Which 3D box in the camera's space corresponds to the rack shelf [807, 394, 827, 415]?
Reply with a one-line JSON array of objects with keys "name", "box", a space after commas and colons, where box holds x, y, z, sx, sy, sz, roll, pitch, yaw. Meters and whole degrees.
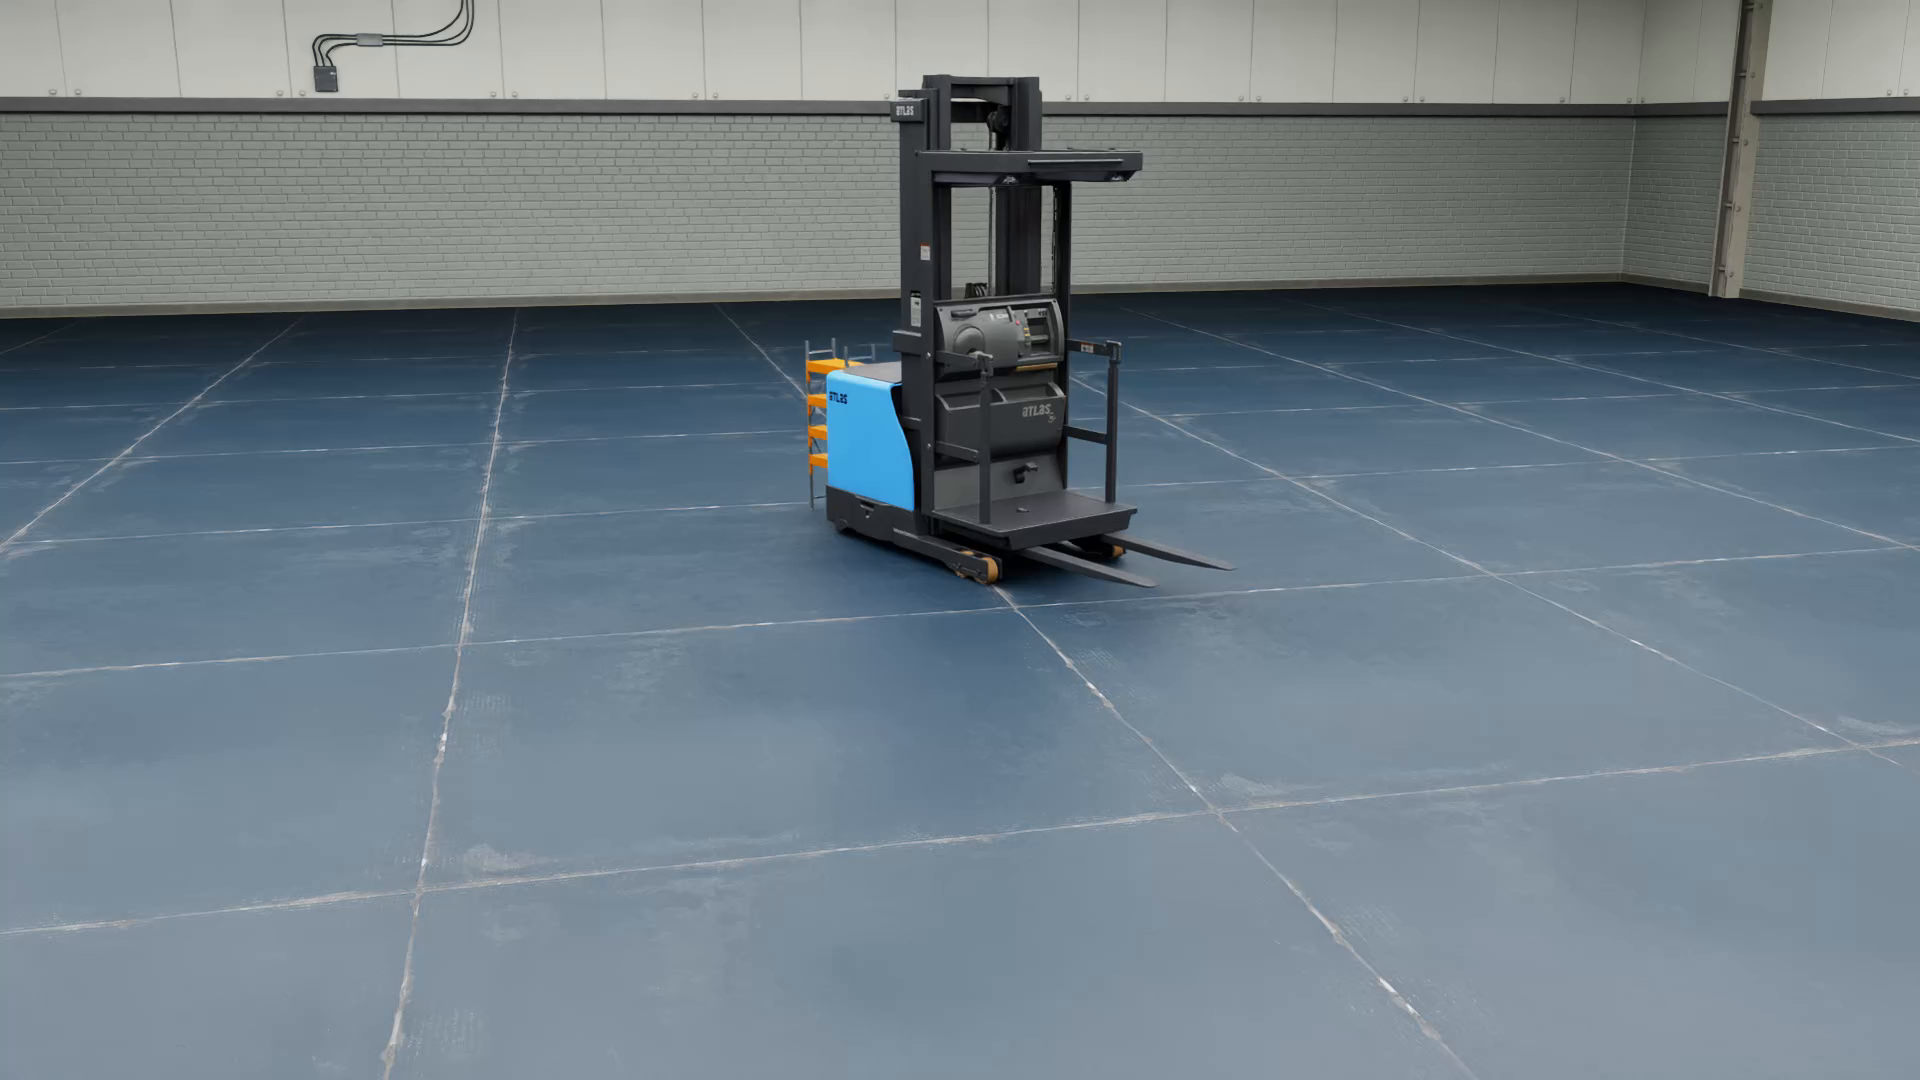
[{"name": "rack shelf", "box": [-0.822, -0.923, 11.502, 0.258, 0.148, 0.480, -10, 16, -36]}]

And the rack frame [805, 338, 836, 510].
[{"name": "rack frame", "box": [-0.969, -0.813, 11.727, 0.240, 1.200, 0.015, -10, 16, -36]}]

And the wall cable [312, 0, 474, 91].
[{"name": "wall cable", "box": [-8.279, -9.530, 23.807, 2.305, 6.003, 0.169, -3, 14, -13]}]

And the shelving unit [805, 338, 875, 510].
[{"name": "shelving unit", "box": [-0.821, -0.770, 11.537, 0.258, 1.200, 0.503, -10, 16, -36]}]

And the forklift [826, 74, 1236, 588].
[{"name": "forklift", "box": [0.383, -1.290, 10.032, 1.130, 2.935, 3.031, -10, 17, -36]}]

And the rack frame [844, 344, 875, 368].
[{"name": "rack frame", "box": [-0.673, -0.727, 11.348, 0.240, 1.200, 0.015, -10, 16, -36]}]

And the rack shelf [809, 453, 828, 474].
[{"name": "rack shelf", "box": [-0.819, -0.511, 11.598, 0.258, 0.148, 0.480, -10, 16, -36]}]

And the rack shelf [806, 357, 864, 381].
[{"name": "rack shelf", "box": [-0.824, -1.153, 11.448, 0.258, 0.148, 0.480, -10, 16, -36]}]

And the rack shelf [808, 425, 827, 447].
[{"name": "rack shelf", "box": [-0.820, -0.705, 11.553, 0.258, 0.148, 0.480, -10, 16, -36]}]

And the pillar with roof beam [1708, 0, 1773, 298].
[{"name": "pillar with roof beam", "box": [8.330, -8.115, 25.181, 9.100, 9.000, 0.400, -3, 14, -13]}]
